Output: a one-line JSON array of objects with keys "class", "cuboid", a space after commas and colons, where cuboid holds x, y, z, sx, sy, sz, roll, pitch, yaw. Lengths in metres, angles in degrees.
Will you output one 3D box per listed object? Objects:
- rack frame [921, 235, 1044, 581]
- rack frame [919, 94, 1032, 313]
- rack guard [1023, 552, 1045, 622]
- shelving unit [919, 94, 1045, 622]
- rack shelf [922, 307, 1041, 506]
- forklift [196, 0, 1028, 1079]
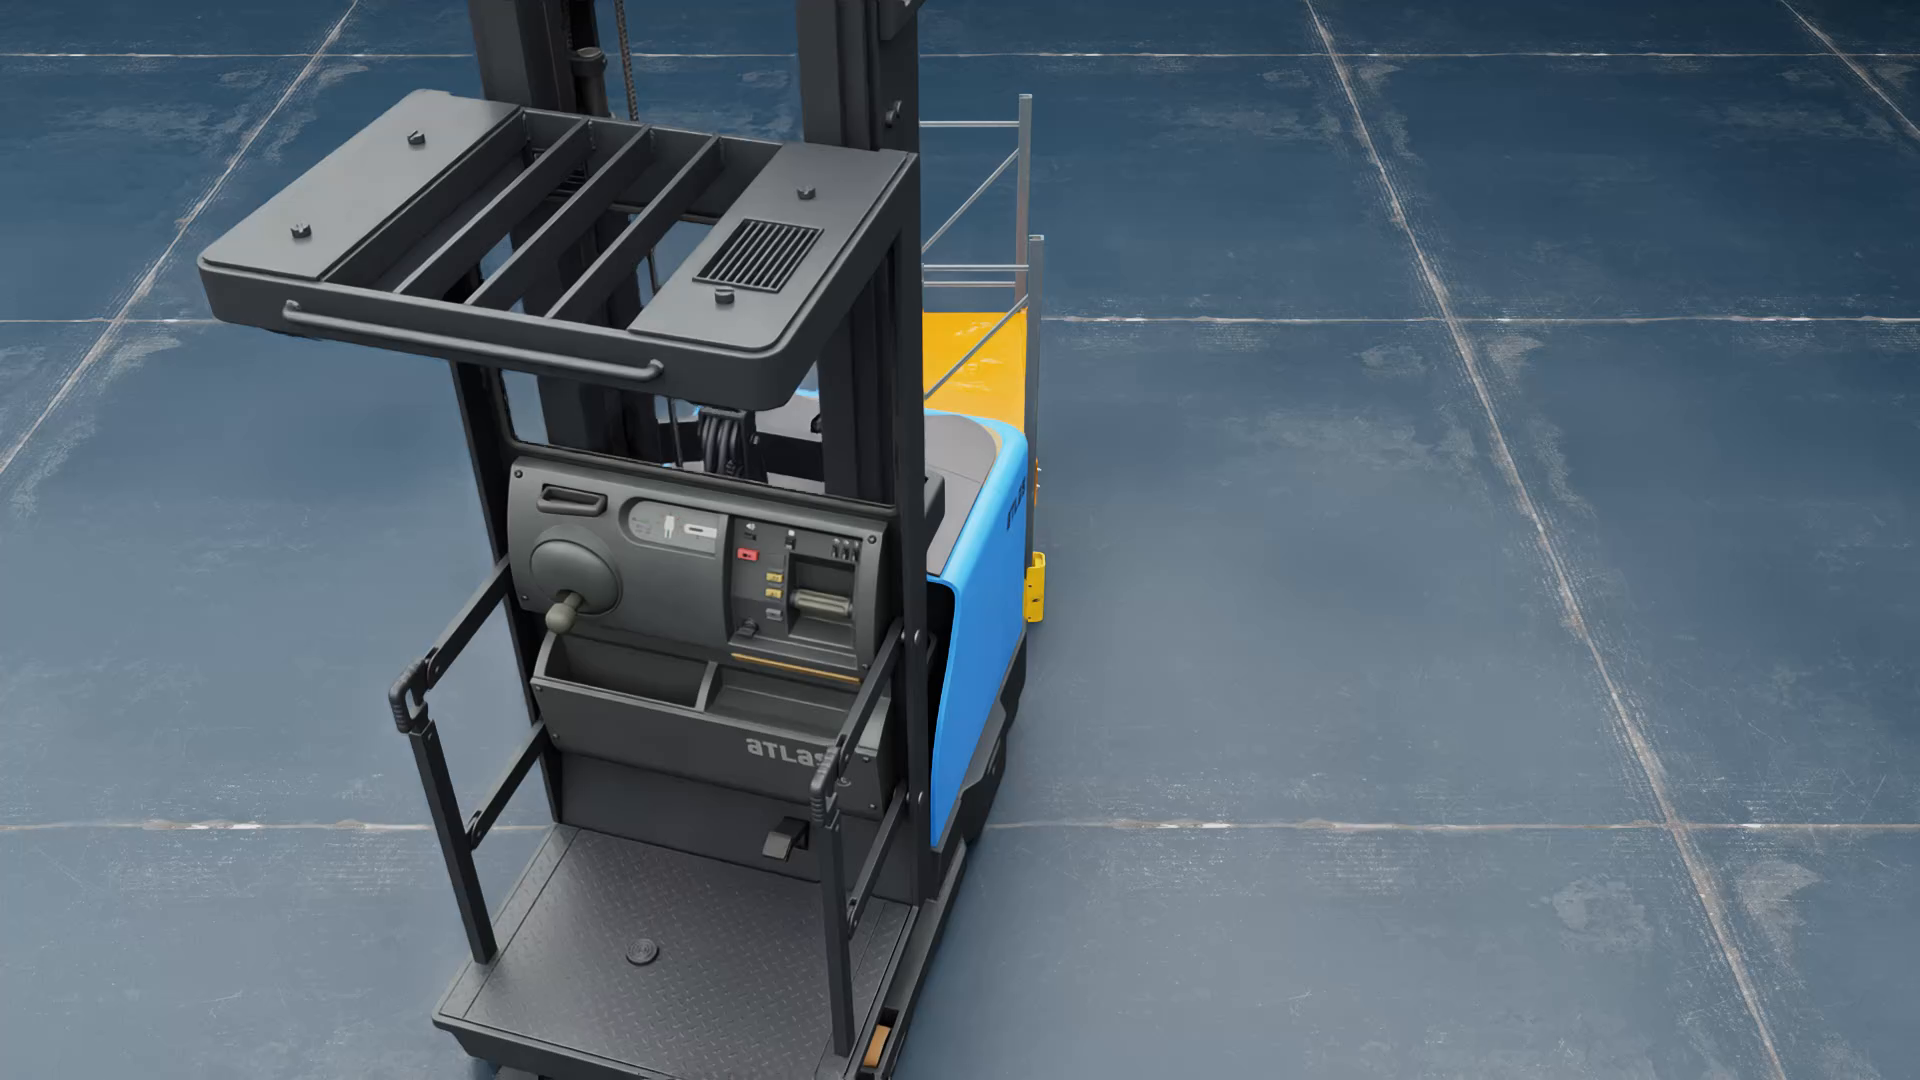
[{"class": "rack frame", "cuboid": [0.000, -0.321, 5.451, 0.500, 1.500, 0.032, 0, 39, 0]}, {"class": "rack frame", "cuboid": [-0.001, -0.957, 6.244, 0.500, 1.500, 0.032, 0, 39, 0]}, {"class": "rack guard", "cuboid": [0.000, 0.166, 5.843, 0.587, 0.250, 0.087, 0, 39, 0]}, {"class": "shelving unit", "cuboid": [0.000, -0.633, 5.840, 0.587, 1.500, 1.083, 0, 39, 0]}, {"class": "rack shelf", "cuboid": [0.000, -0.498, 5.960, 0.538, 0.185, 1.000, 0, 39, 0]}, {"class": "forklift", "cuboid": [-0.685, 0.146, 3.725, 1.130, 2.935, 3.031, 10, 40, 13]}]
